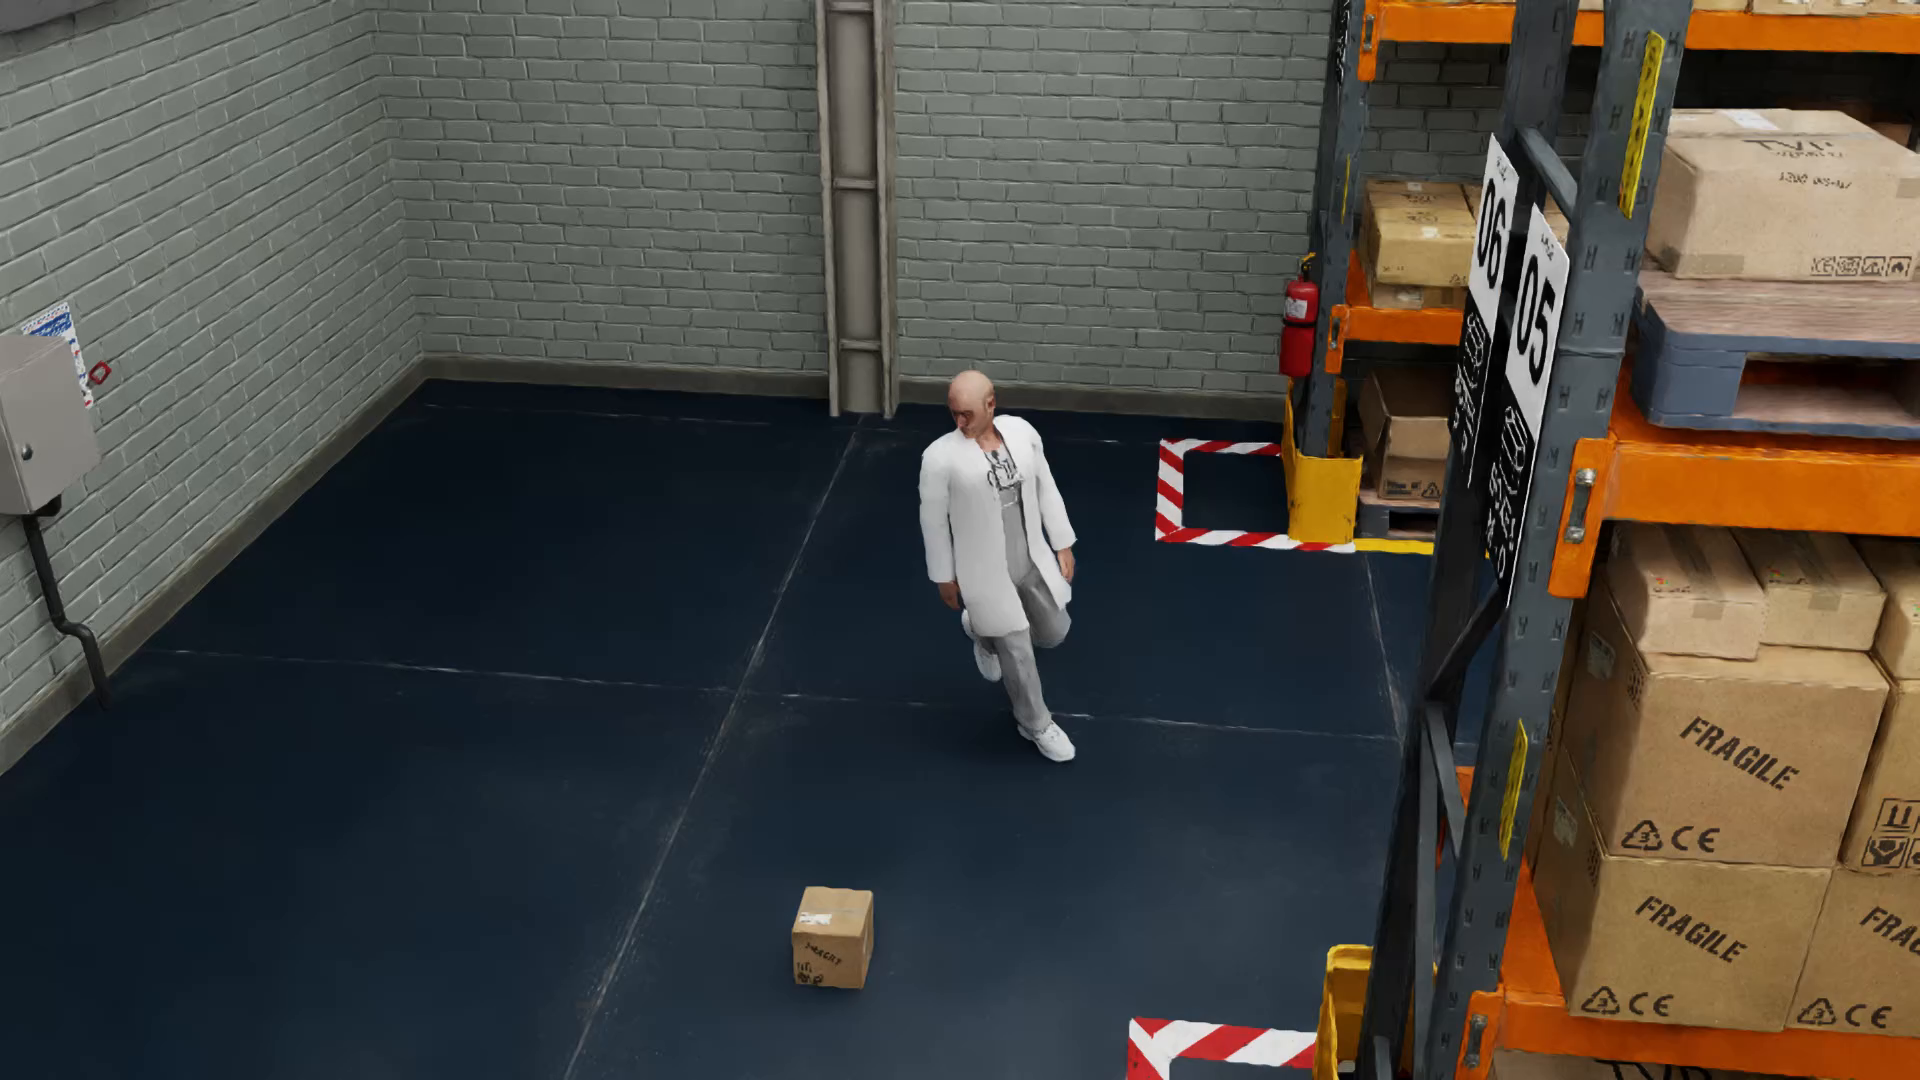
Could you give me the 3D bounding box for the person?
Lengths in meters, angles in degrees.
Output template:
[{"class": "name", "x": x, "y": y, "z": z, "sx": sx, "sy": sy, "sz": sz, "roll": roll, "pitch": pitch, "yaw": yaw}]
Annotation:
[{"class": "person", "x": 0.161, "y": 0.091, "z": 6.993, "sx": 0.646, "sy": 1.739, "sz": 0.777, "roll": -18, "pitch": 33, "yaw": -30}]
